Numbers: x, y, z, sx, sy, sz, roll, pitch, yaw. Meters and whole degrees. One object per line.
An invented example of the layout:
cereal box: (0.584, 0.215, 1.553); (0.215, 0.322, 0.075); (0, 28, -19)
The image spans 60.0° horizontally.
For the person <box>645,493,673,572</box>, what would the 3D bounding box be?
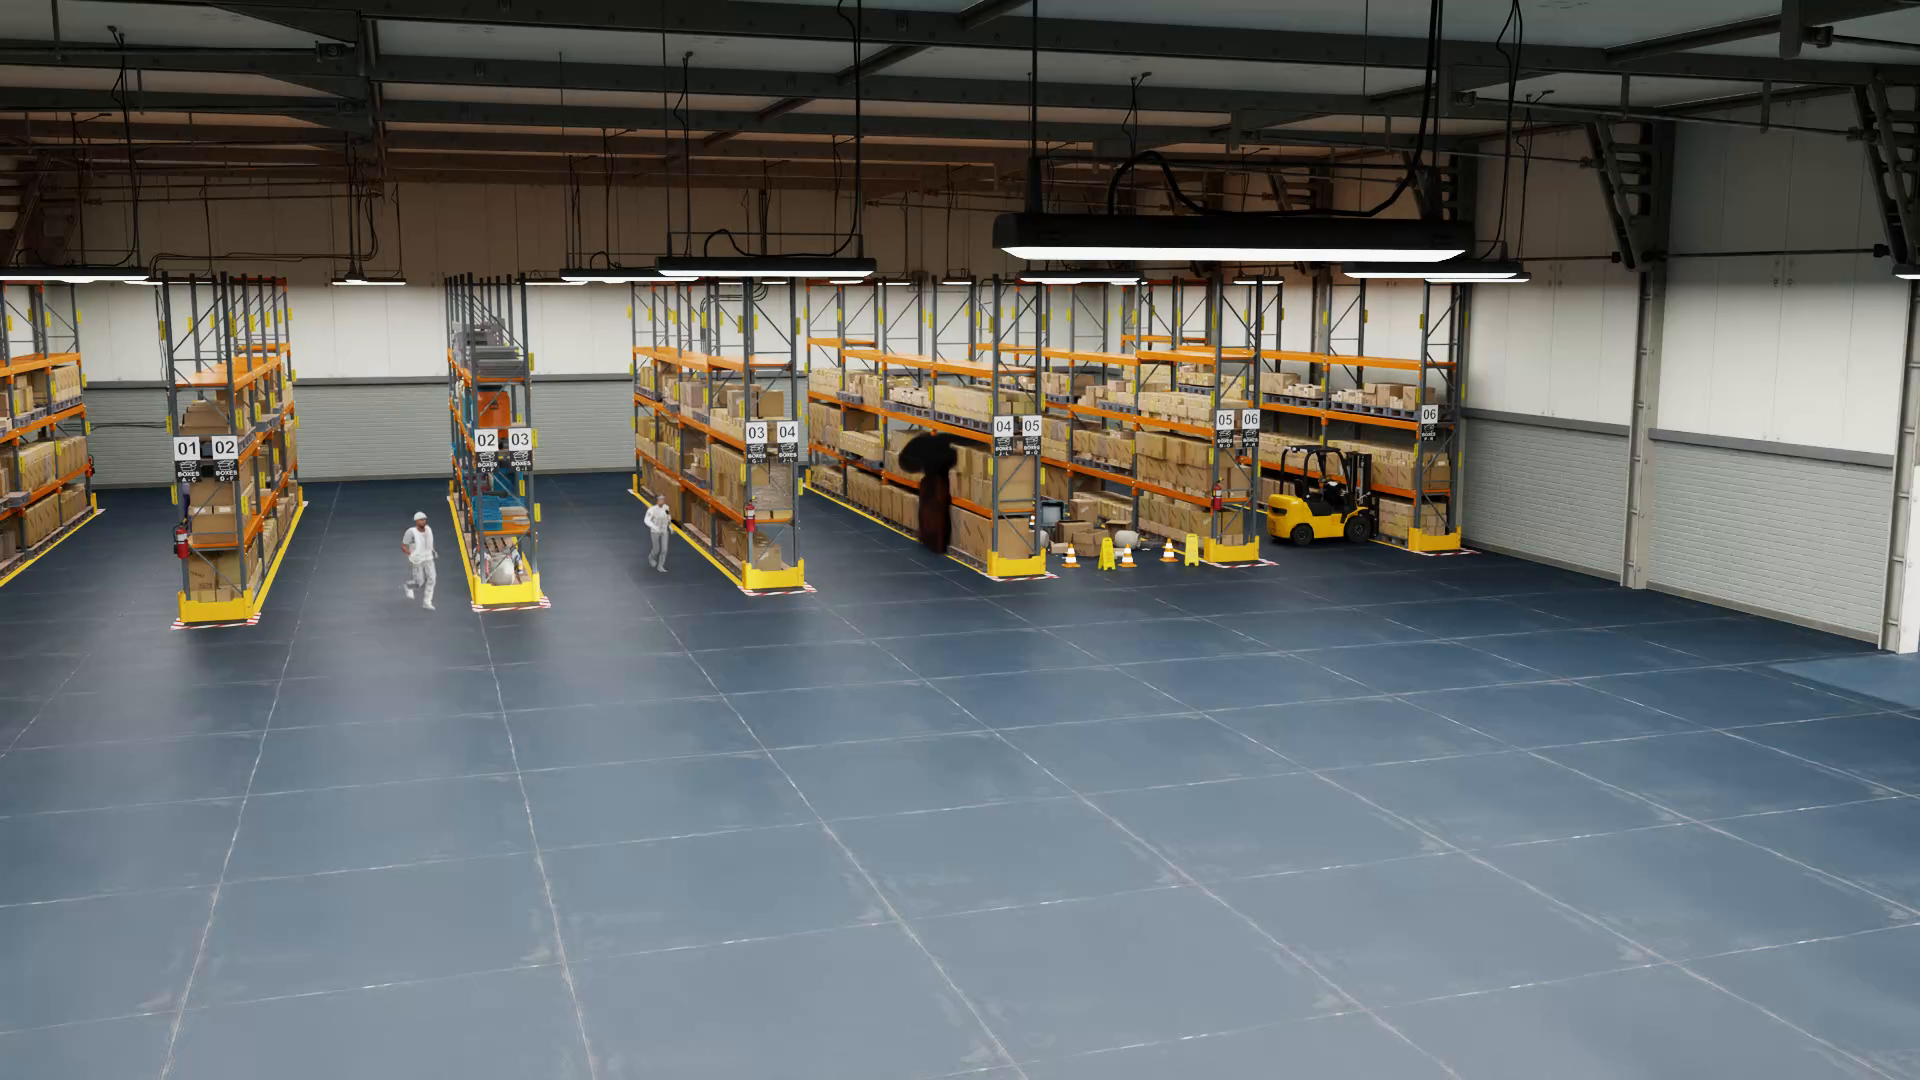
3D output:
person: (-6.152, -0.170, 33.883); (0.609, 1.638, 0.715); (-5, 10, -28)

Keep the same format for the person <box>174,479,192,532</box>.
person: (-18.041, -0.926, 38.904); (0.605, 1.697, 0.725); (-3, 9, -21)

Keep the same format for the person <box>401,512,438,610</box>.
person: (-9.741, 0.364, 29.983); (0.811, 1.755, 0.693); (7, 11, 39)

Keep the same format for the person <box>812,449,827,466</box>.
person: (-4.207, -2.586, 49.875); (0.783, 1.574, 0.546); (-8, 12, -44)
